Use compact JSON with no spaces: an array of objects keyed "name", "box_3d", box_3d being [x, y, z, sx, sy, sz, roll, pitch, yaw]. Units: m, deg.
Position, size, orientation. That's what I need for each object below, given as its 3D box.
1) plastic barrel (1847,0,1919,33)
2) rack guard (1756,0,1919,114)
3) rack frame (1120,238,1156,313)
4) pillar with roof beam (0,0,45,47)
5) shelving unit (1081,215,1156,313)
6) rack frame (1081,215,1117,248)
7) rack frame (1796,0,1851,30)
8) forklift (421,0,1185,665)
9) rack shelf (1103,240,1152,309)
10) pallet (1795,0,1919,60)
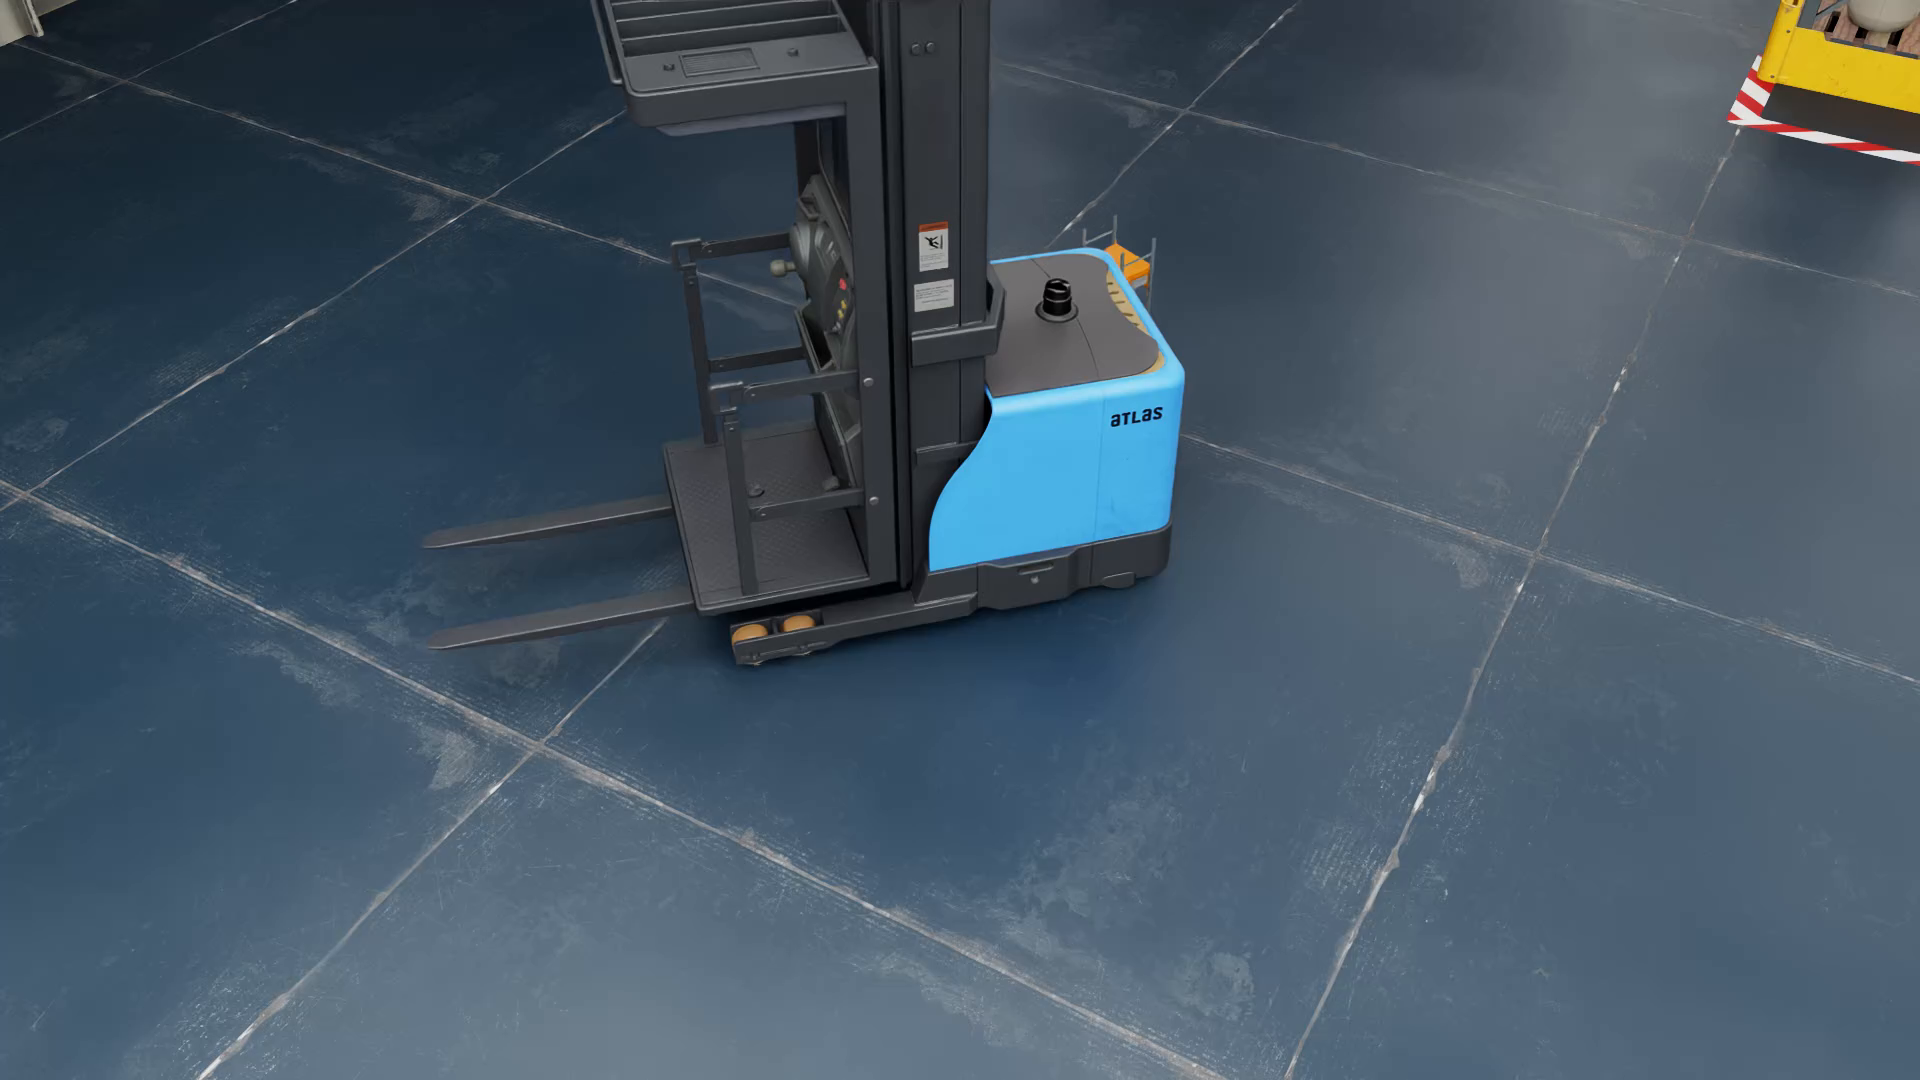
[{"name":"plastic barrel","box_3d":[5.914,-3.531,10.555,0.421,0.512,0.421,0,41,0]},{"name":"rack guard","box_3d":[5.648,-3.026,10.308,1.175,0.500,0.348,21,45,22]},{"name":"rack frame","box_3d":[0.761,-0.861,7.434,0.200,1.050,0.008,-28,48,-28]},{"name":"pillar with roof beam","box_3d":[-2.601,-5.263,6.417,9.100,9.000,0.400,21,45,22]},{"name":"shelving unit","box_3d":[0.685,-0.924,7.505,0.215,1.050,0.252,-28,48,-28]},{"name":"rack frame","box_3d":[0.609,-0.987,7.577,0.200,1.050,0.008,-28,48,-28]},{"name":"rack frame","box_3d":[5.651,-3.905,9.415,1.000,3.000,0.127,21,45,22]},{"name":"forklift","box_3d":[-0.692,-0.988,6.154,3.031,2.935,1.130,-10,42,-11]},{"name":"rack shelf","box_3d":[0.685,-1.129,7.325,0.215,0.259,0.240,-28,48,-28]},{"name":"pallet","box_3d":[6.059,-3.381,10.929,1.003,0.211,1.213,21,45,22]}]
